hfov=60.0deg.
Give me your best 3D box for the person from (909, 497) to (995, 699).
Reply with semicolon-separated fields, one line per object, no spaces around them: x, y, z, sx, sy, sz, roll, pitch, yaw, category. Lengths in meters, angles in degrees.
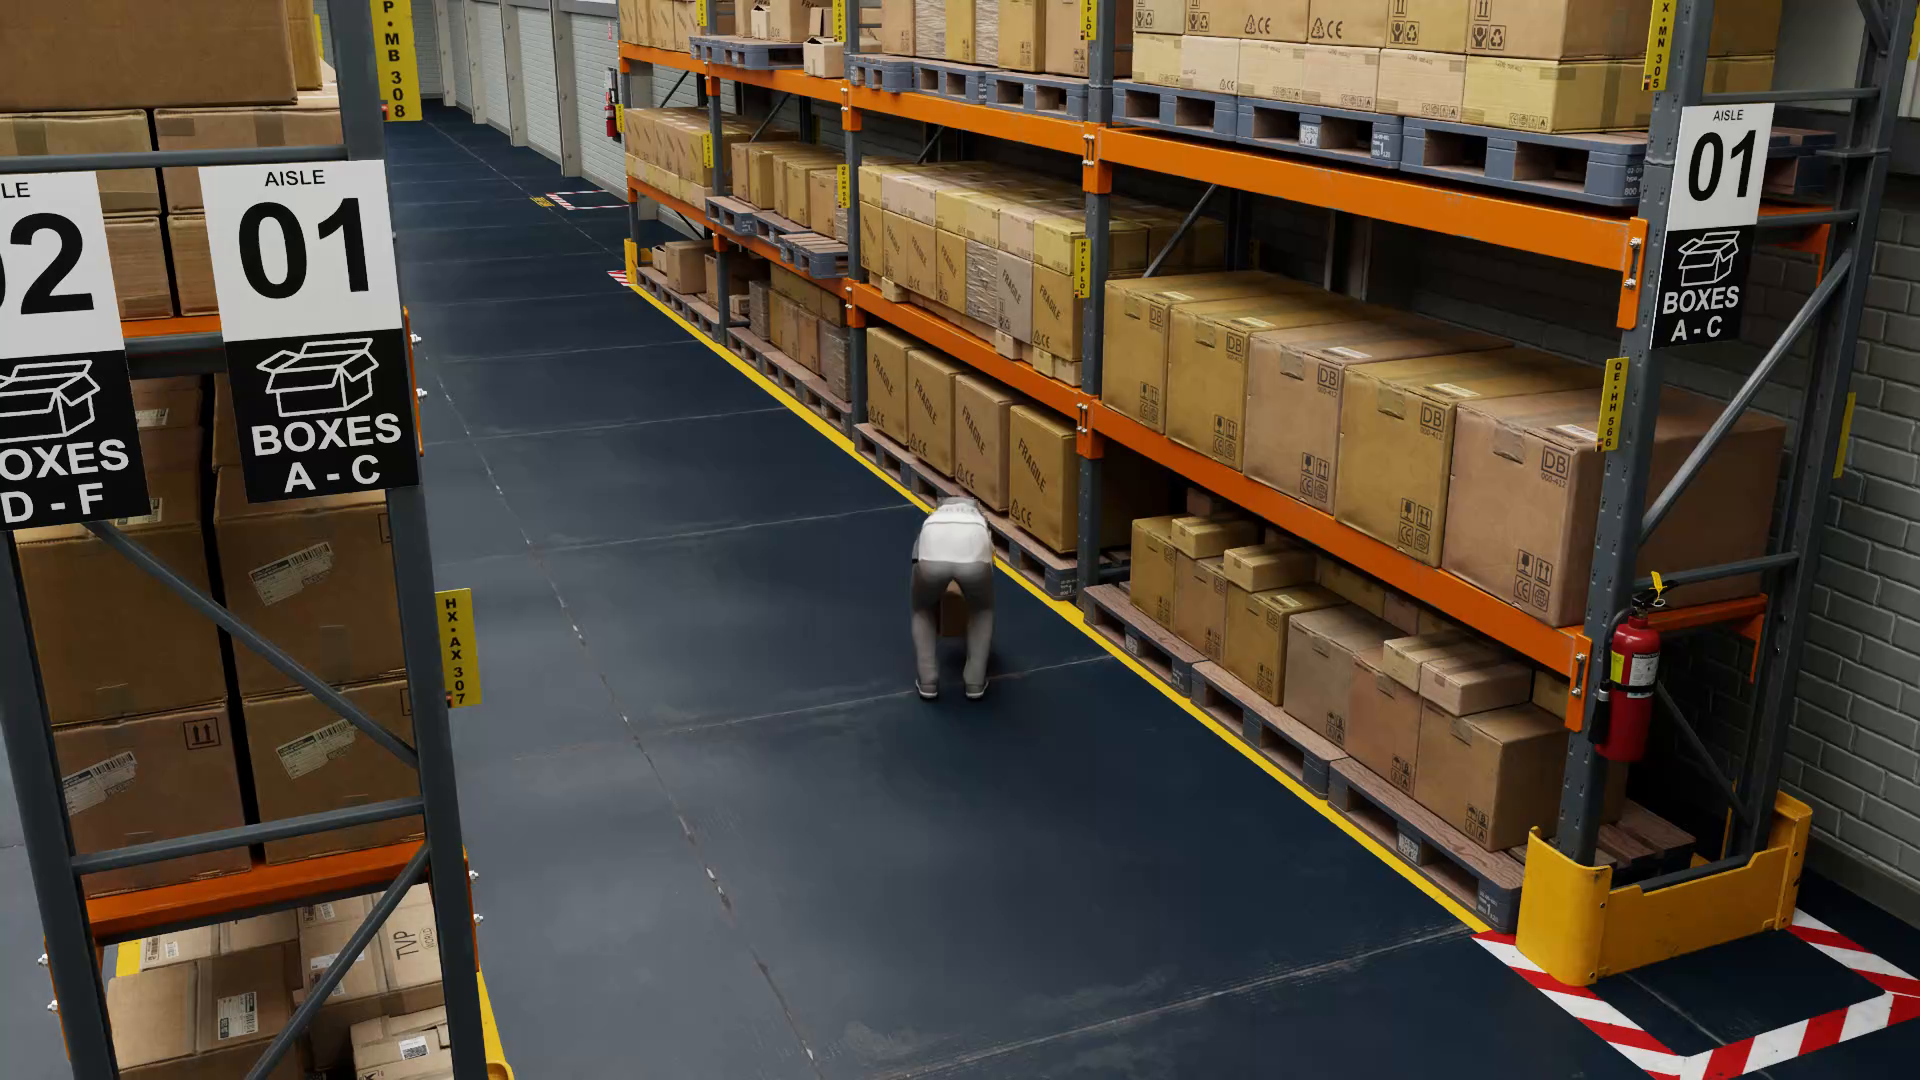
-0.039;0.268;8.830;0.461;0.987;0.926;0;19;-1;person
